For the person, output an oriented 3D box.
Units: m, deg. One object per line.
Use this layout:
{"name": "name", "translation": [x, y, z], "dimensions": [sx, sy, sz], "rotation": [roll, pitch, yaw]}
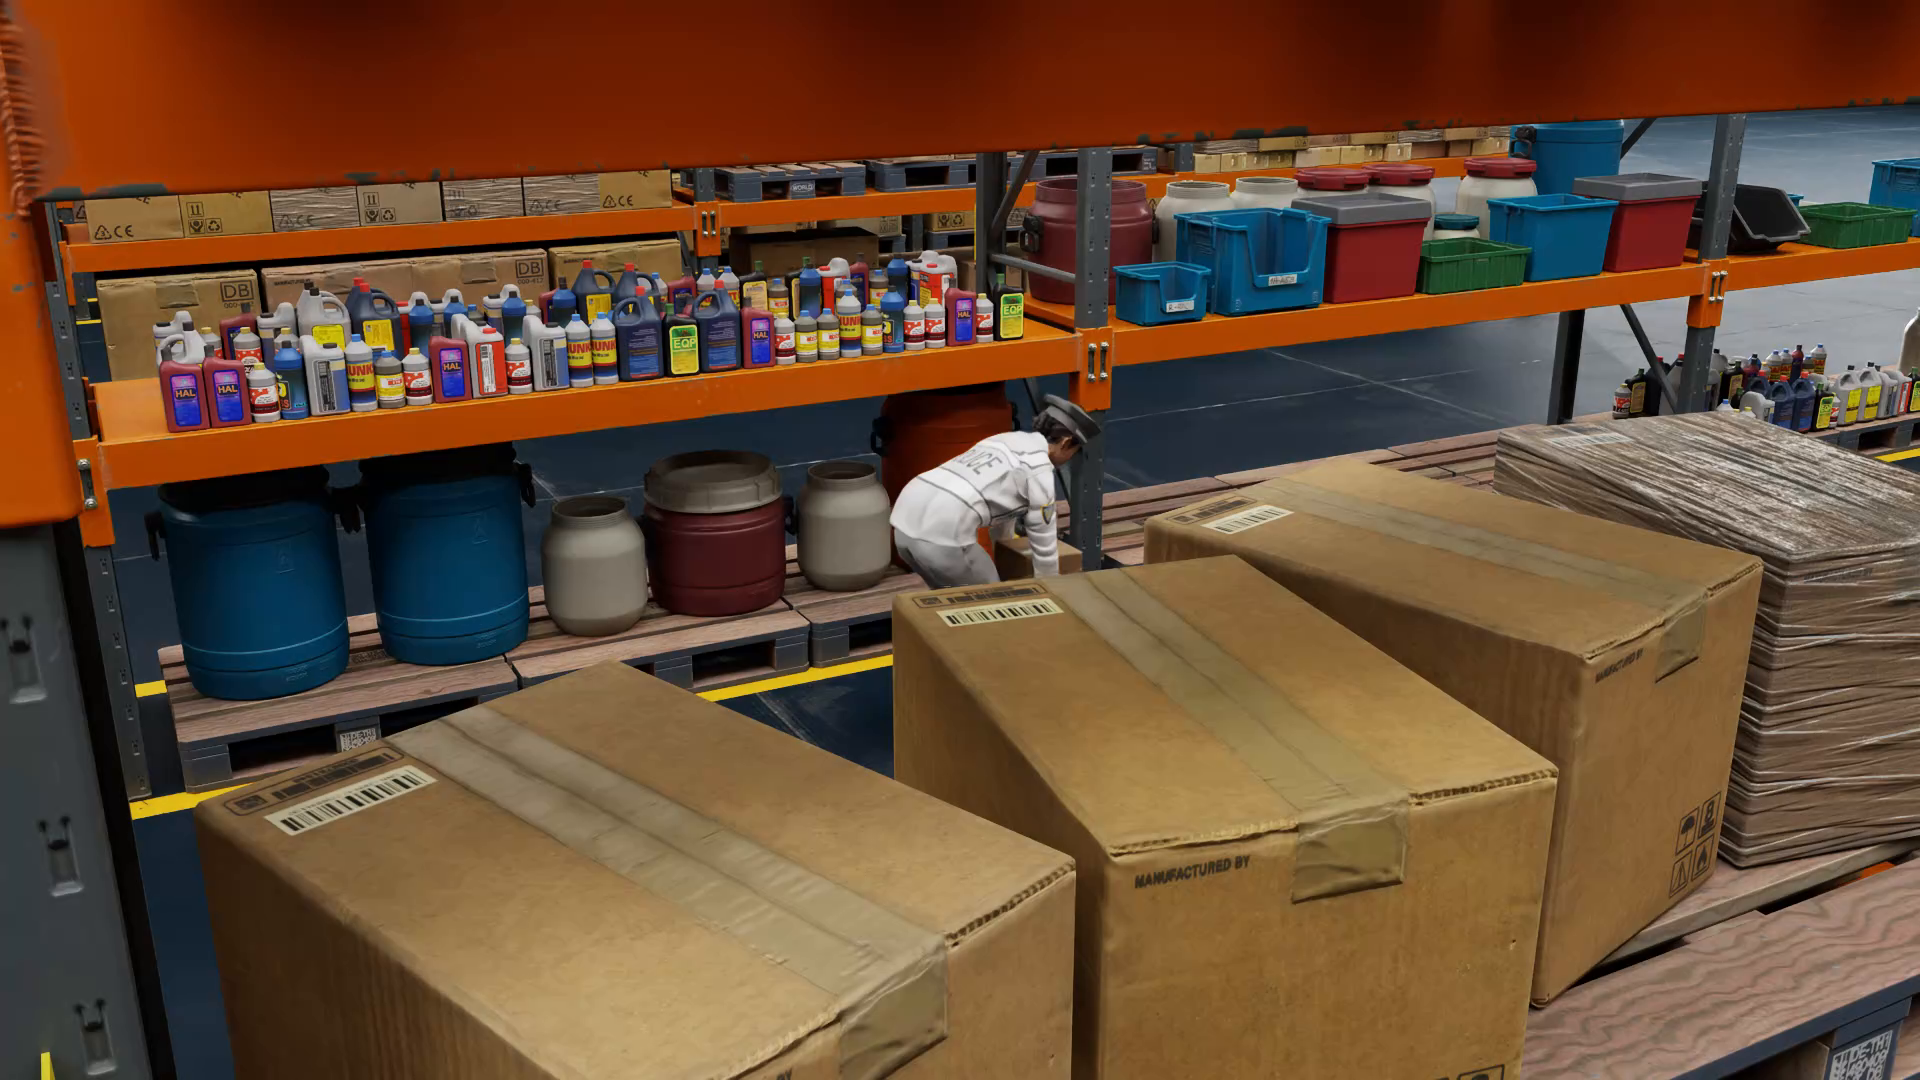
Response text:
{"name": "person", "translation": [0.158, 0.101, 6.383], "dimensions": [0.886, 1.271, 0.431], "rotation": [-11, 21, -30]}
